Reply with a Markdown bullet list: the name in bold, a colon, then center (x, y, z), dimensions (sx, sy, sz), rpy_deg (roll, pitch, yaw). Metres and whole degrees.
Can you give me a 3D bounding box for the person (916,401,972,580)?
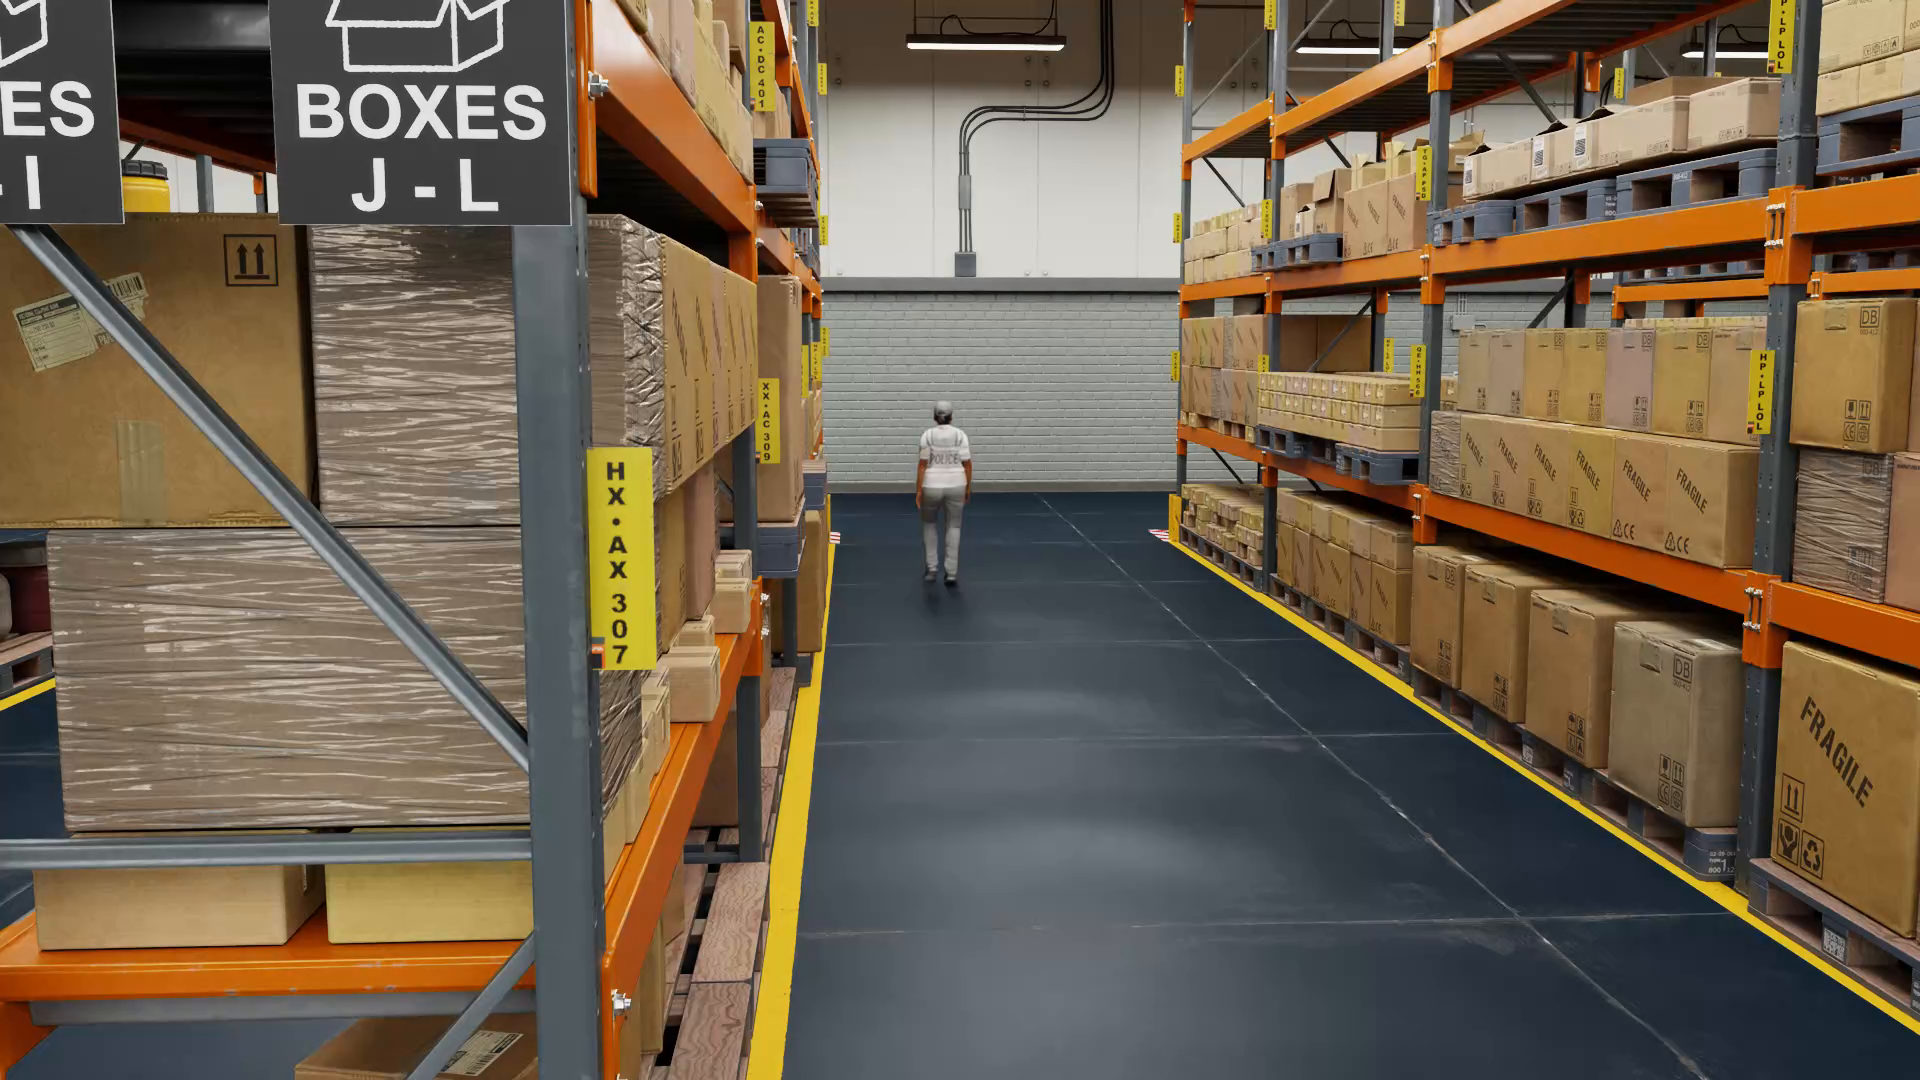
- **person**: center (-0.147, -0.420, 15.336), dimensions (0.512, 1.730, 0.630), rpy_deg (0, 7, 0)
